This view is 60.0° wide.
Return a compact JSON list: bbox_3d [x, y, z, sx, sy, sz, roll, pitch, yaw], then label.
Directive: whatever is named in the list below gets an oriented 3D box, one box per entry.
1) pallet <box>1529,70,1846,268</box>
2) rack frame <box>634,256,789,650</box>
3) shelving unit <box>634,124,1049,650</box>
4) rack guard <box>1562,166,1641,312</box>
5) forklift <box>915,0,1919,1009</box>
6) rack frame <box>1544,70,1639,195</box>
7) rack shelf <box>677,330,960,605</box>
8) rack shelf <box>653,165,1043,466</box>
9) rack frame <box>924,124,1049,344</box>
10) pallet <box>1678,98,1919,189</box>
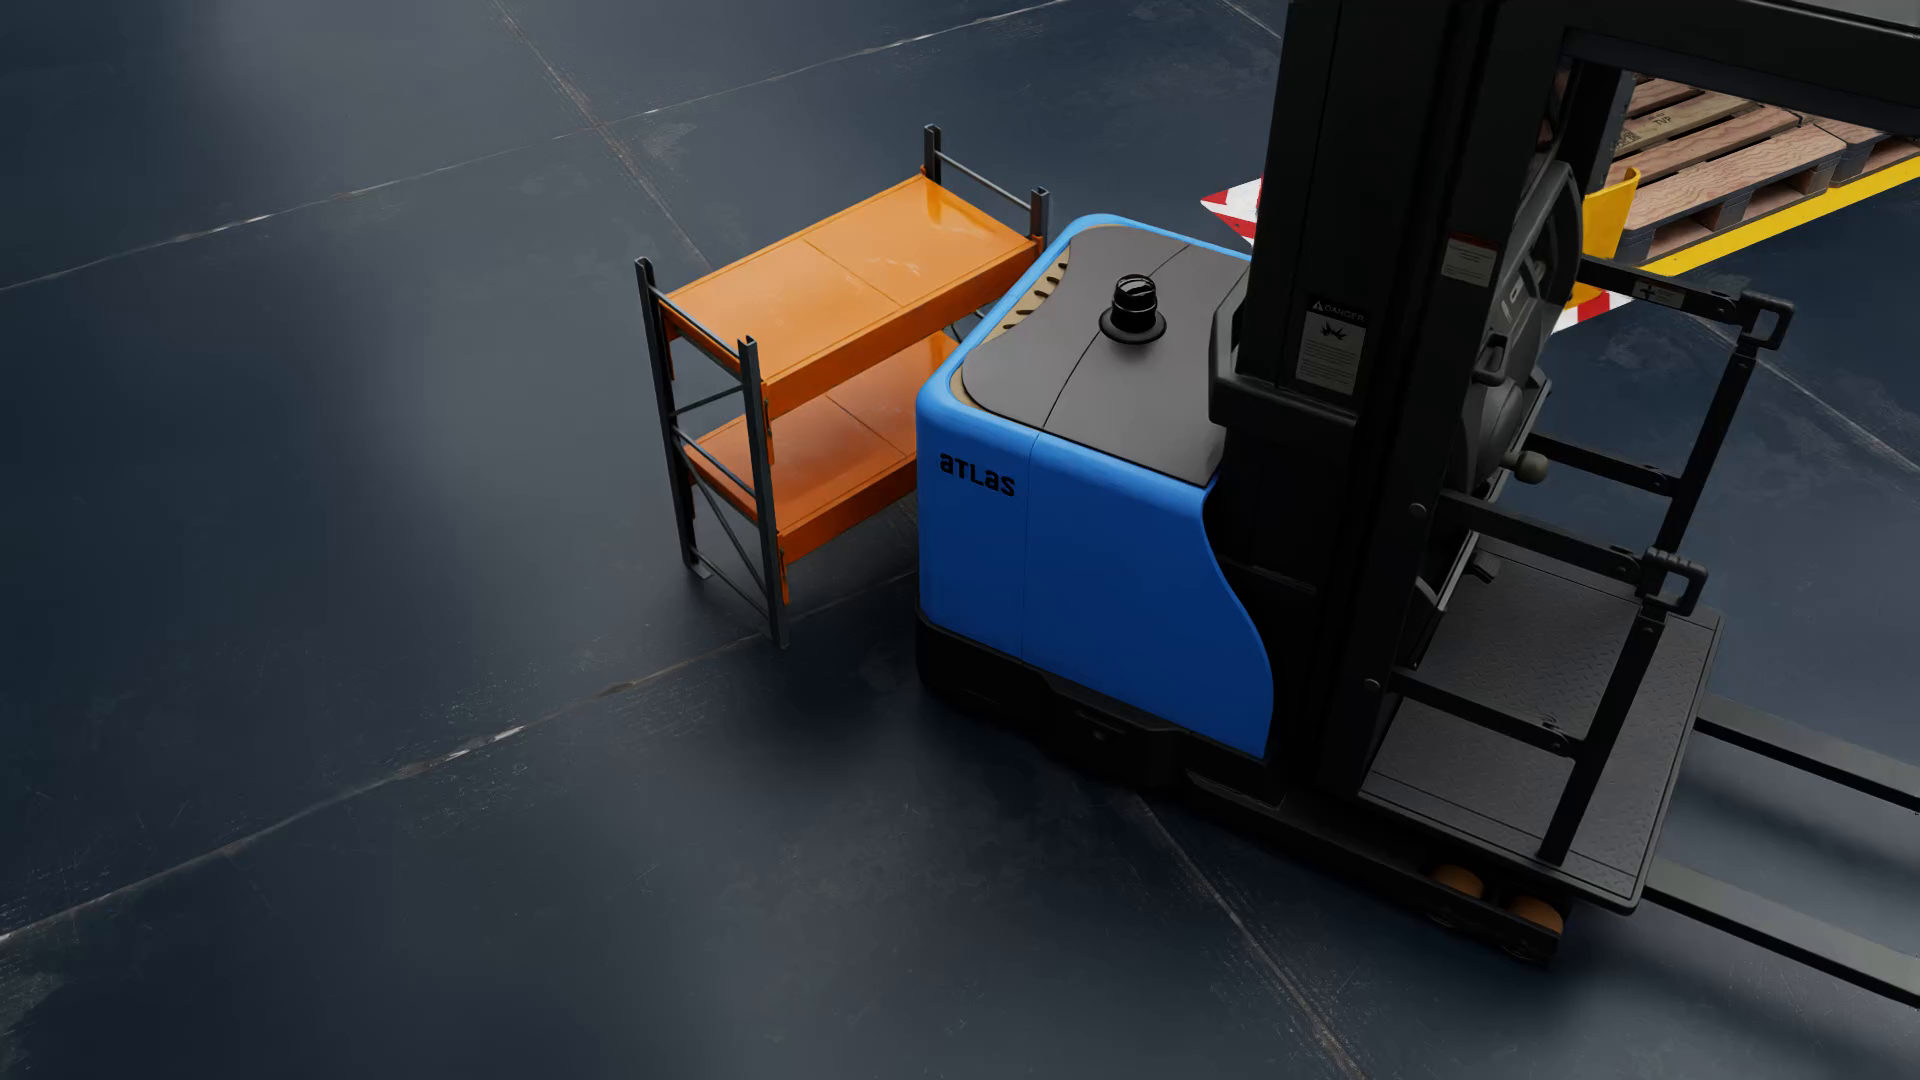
[{"bbox_3d":[2.734,-1.573,6.720,1.213,0.211,1.003,-22,48,-21],"label":"pallet"},{"bbox_3d":[-0.684,-0.214,4.663,0.032,1.125,0.500,-32,53,-29],"label":"rack frame"},{"bbox_3d":[-0.306,-0.451,4.907,1.048,1.125,0.538,-32,53,-29],"label":"shelving unit"},{"bbox_3d":[1.985,-1.398,6.332,0.348,0.500,1.175,-22,48,-21],"label":"rack guard"},{"bbox_3d":[1.414,-0.428,3.587,3.031,2.935,1.130,21,48,20],"label":"forklift"},{"bbox_3d":[2.000,-2.311,5.478,0.127,3.000,1.000,-22,48,-21],"label":"rack frame"},{"bbox_3d":[-0.306,-0.275,5.077,1.000,0.278,0.538,-32,53,-29],"label":"rack shelf"},{"bbox_3d":[-0.306,-0.661,4.703,1.000,0.278,0.538,-32,53,-29],"label":"rack shelf"},{"bbox_3d":[0.071,-0.688,5.151,0.032,1.125,0.500,-32,53,-29],"label":"rack frame"},{"bbox_3d":[3.791,-1.994,7.153,1.213,0.211,1.003,-22,48,-21],"label":"pallet"}]
